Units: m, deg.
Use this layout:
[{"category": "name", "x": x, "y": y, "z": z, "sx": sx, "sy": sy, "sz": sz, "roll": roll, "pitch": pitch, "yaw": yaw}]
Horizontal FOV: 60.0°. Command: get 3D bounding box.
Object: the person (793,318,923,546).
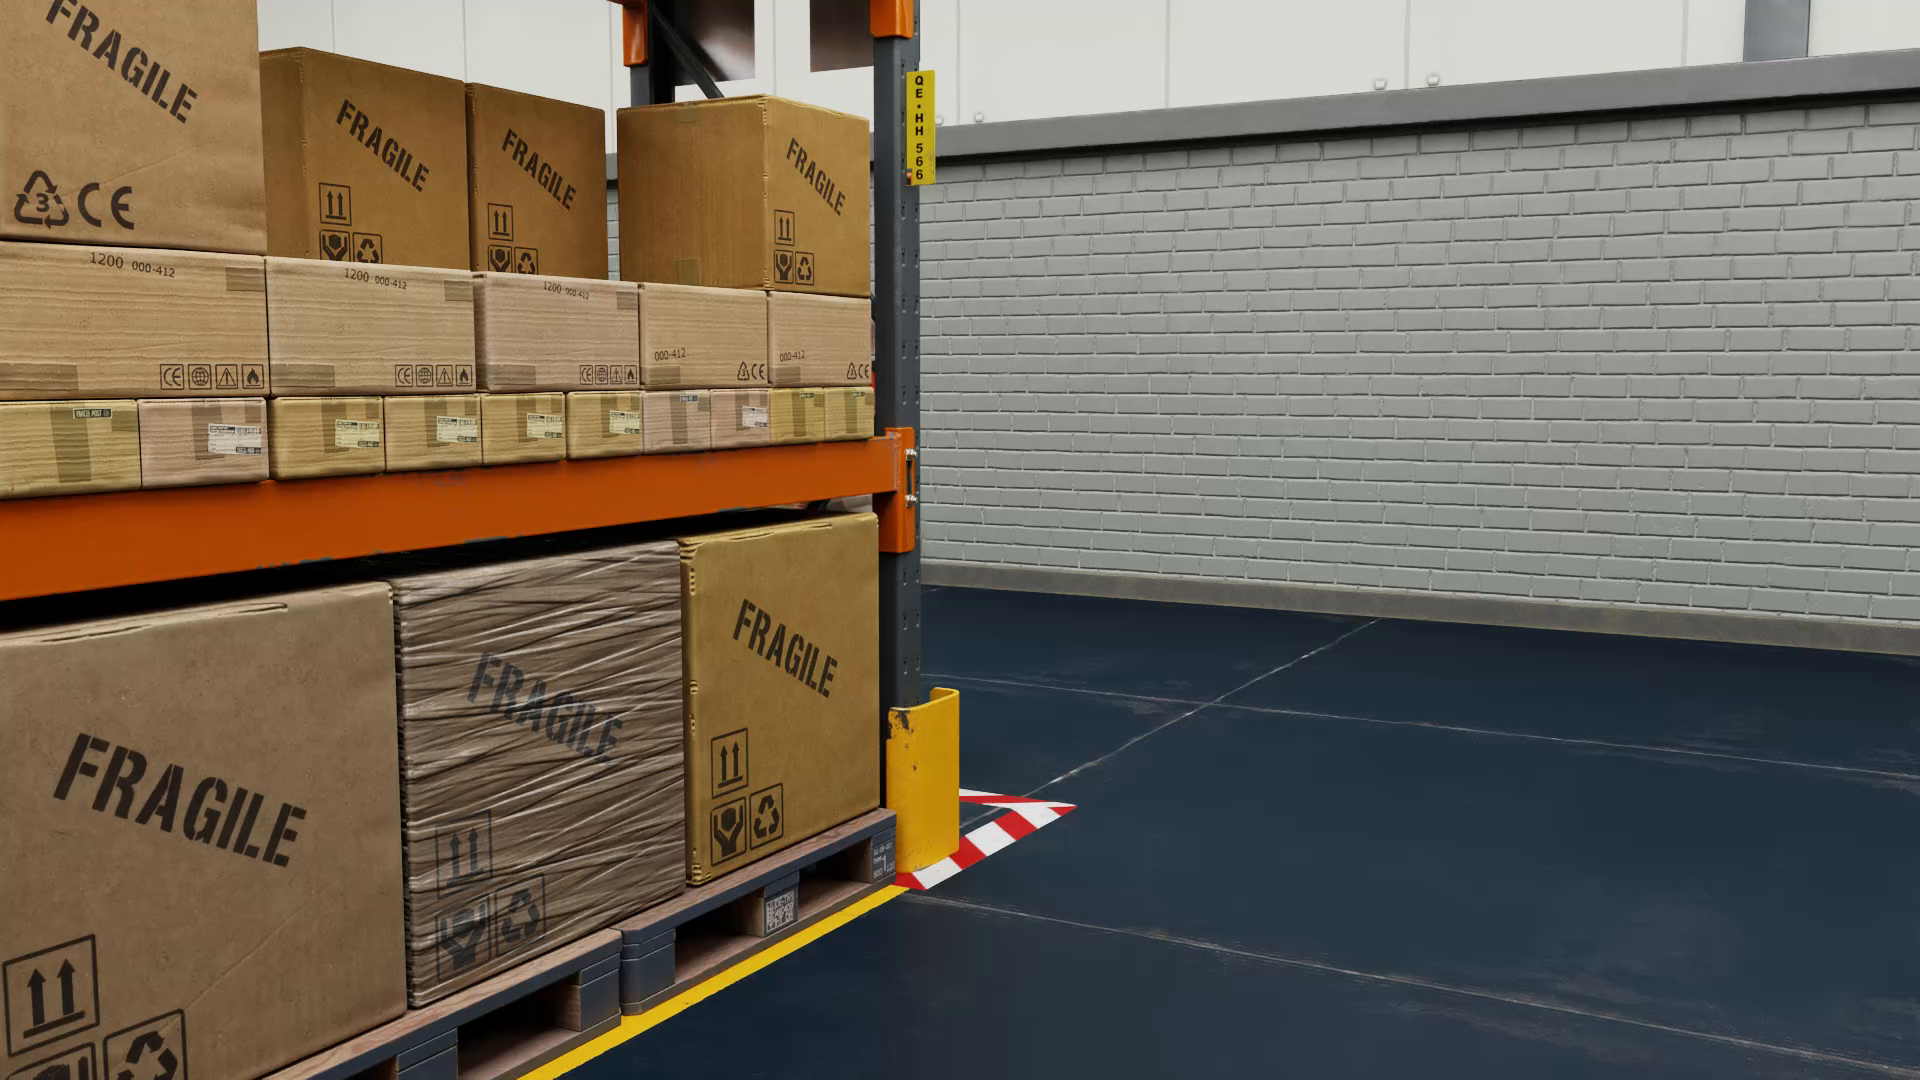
[{"category": "person", "x": -0.444, "y": -0.009, "z": 6.351, "sx": 0.554, "sy": 1.726, "sz": 0.489, "roll": 2, "pitch": 6, "yaw": 21}]
